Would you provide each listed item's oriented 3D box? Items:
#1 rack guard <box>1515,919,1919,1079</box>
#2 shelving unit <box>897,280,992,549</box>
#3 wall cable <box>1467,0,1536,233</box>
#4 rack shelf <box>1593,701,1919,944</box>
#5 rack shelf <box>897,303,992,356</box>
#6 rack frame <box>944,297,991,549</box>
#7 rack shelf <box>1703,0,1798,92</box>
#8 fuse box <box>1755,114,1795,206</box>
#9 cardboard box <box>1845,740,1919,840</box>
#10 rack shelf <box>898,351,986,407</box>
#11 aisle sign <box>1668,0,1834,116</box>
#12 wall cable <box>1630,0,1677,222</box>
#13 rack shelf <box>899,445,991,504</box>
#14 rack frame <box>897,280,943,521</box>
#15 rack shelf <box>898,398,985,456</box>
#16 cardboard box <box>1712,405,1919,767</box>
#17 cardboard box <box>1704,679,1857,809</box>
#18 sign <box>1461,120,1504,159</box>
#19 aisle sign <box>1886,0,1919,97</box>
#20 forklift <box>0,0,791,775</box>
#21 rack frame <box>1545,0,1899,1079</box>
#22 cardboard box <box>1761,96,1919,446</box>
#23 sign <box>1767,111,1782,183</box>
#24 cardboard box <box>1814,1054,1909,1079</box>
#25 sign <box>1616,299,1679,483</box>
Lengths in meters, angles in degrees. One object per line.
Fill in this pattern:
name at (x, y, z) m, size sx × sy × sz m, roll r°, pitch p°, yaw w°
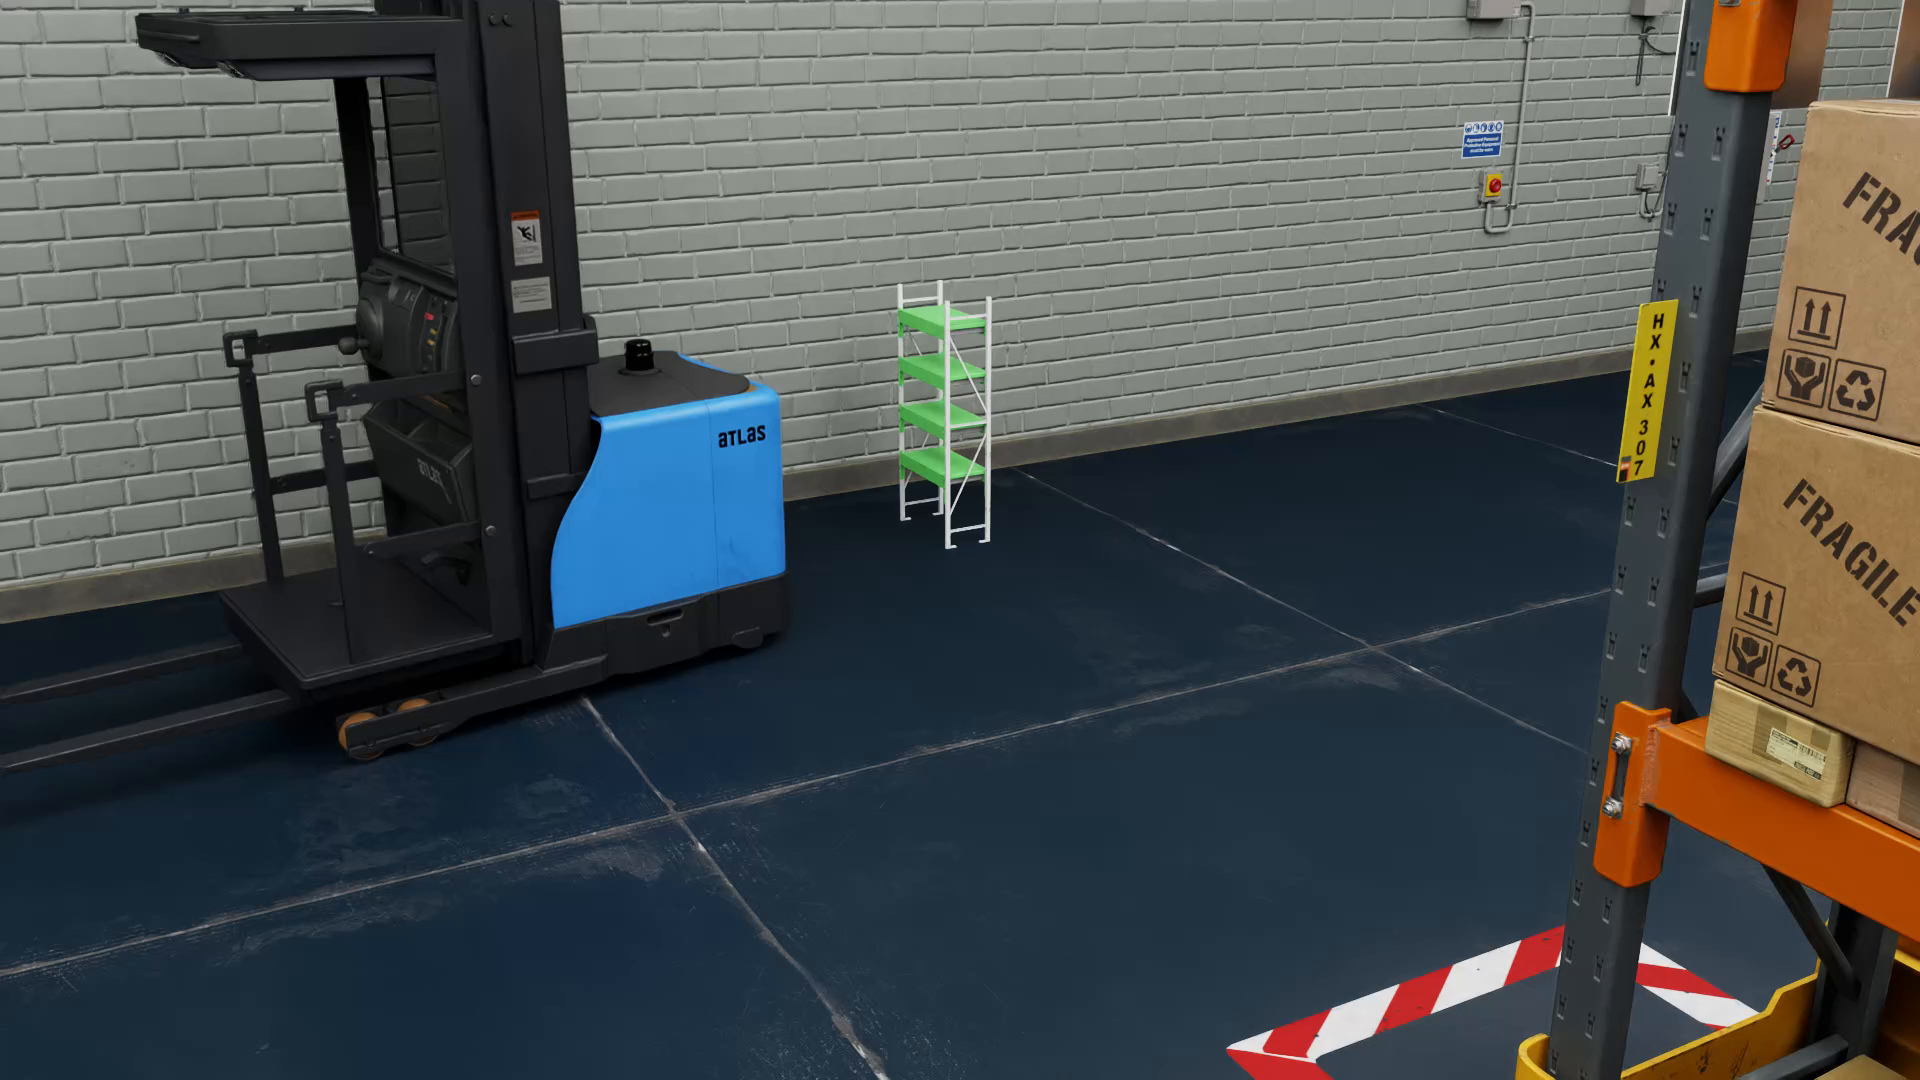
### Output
rack guard at (1.743, 1.264, 3.700) m, size 1.175 × 0.500 × 0.348 m, roll -10°, pitch 21°, yaw -27°
shelving unit at (-0.079, -0.615, 8.073) m, size 0.258 × 1.200 × 0.503 m, roll -10°, pitch 21°, yaw -27°
wall cable at (3.318, -2.845, 10.172) m, size 0.585 × 1.953 × 0.123 m, roll -10°, pitch 21°, yaw -27°
rack shelf at (2.657, 0.975, 1.809) m, size 1.077 × 0.370 × 4.000 m, roll -10°, pitch 21°, yaw -27°
rack shelf at (-0.079, -1.008, 7.938) m, size 0.258 × 0.148 × 0.480 m, roll -10°, pitch 21°, yaw -27°
rack frame at (0.037, -0.545, 7.870) m, size 0.240 × 1.200 × 0.015 m, roll -10°, pitch 21°, yaw -27°
rack shelf at (2.657, -0.443, 1.320) m, size 1.077 × 0.370 × 4.000 m, roll -10°, pitch 21°, yaw -27°
fuse box at (5.235, -2.024, 11.374) m, size 0.539 × 1.711 × 0.414 m, roll -10°, pitch 21°, yaw -27°
cardboard box at (1.730, 0.390, 2.787) m, size 0.380 × 0.149 × 0.250 m, roll -9°, pitch 21°, yaw -25°
rack shelf at (-0.079, -0.781, 8.016) m, size 0.258 × 0.148 × 0.480 m, roll -10°, pitch 21°, yaw -27°
aisle sign at (1.409, -1.142, 2.858) m, size 0.394 × 0.787 × 0.004 m, roll -10°, pitch 21°, yaw -27°
wall cable at (4.560, -3.053, 10.823) m, size 0.588 × 1.984 × 0.122 m, roll -10°, pitch 21°, yaw -27°
rack shelf at (-0.079, -0.327, 8.173) m, size 0.258 × 0.148 × 0.480 m, roll -10°, pitch 21°, yaw -27°
rack frame at (-0.194, -0.685, 8.276) m, size 0.240 × 1.200 × 0.015 m, roll -10°, pitch 21°, yaw -27°
rack shelf at (-0.079, -0.554, 8.094) m, size 0.258 × 0.148 × 0.480 m, roll -10°, pitch 21°, yaw -27°
cardboard box at (1.677, 0.045, 2.794) m, size 0.500 × 0.500 × 0.500 m, roll -9°, pitch 21°, yaw -24°
cardboard box at (1.573, 0.324, 2.980) m, size 0.380 × 0.149 × 0.250 m, roll -10°, pitch 21°, yaw -27°
sign at (3.246, -2.488, 10.328) m, size 0.327 × 0.218 × 0.001 m, roll -10°, pitch 21°, yaw -27°
aisle sign at (1.937, -1.235, 3.127) m, size 0.394 × 0.787 × 0.004 m, roll -10°, pitch 21°, yaw -27°
forklift at (-2.181, -0.801, 5.960) m, size 3.031 × 2.935 × 1.130 m, roll -14°, pitch 23°, yaw -35°
rack frame at (1.704, 0.062, 3.354) m, size 0.949 × 2.616 × 0.053 m, roll -10°, pitch 21°, yaw -27°
cardboard box at (1.687, -0.430, 2.635) m, size 0.500 × 0.500 × 0.500 m, roll -10°, pitch 21°, yaw -27°
sign at (5.572, -2.724, 11.574) m, size 0.329 × 0.494 × 0.001 m, roll -10°, pitch 21°, yaw -27°
cardboard box at (1.657, 1.132, 3.067) m, size 0.380 × 0.149 × 0.250 m, roll -11°, pitch 22°, yaw -29°
sign at (1.230, -0.264, 2.971) m, size 0.100 × 0.325 × 0.005 m, roll -10°, pitch 21°, yaw -27°
